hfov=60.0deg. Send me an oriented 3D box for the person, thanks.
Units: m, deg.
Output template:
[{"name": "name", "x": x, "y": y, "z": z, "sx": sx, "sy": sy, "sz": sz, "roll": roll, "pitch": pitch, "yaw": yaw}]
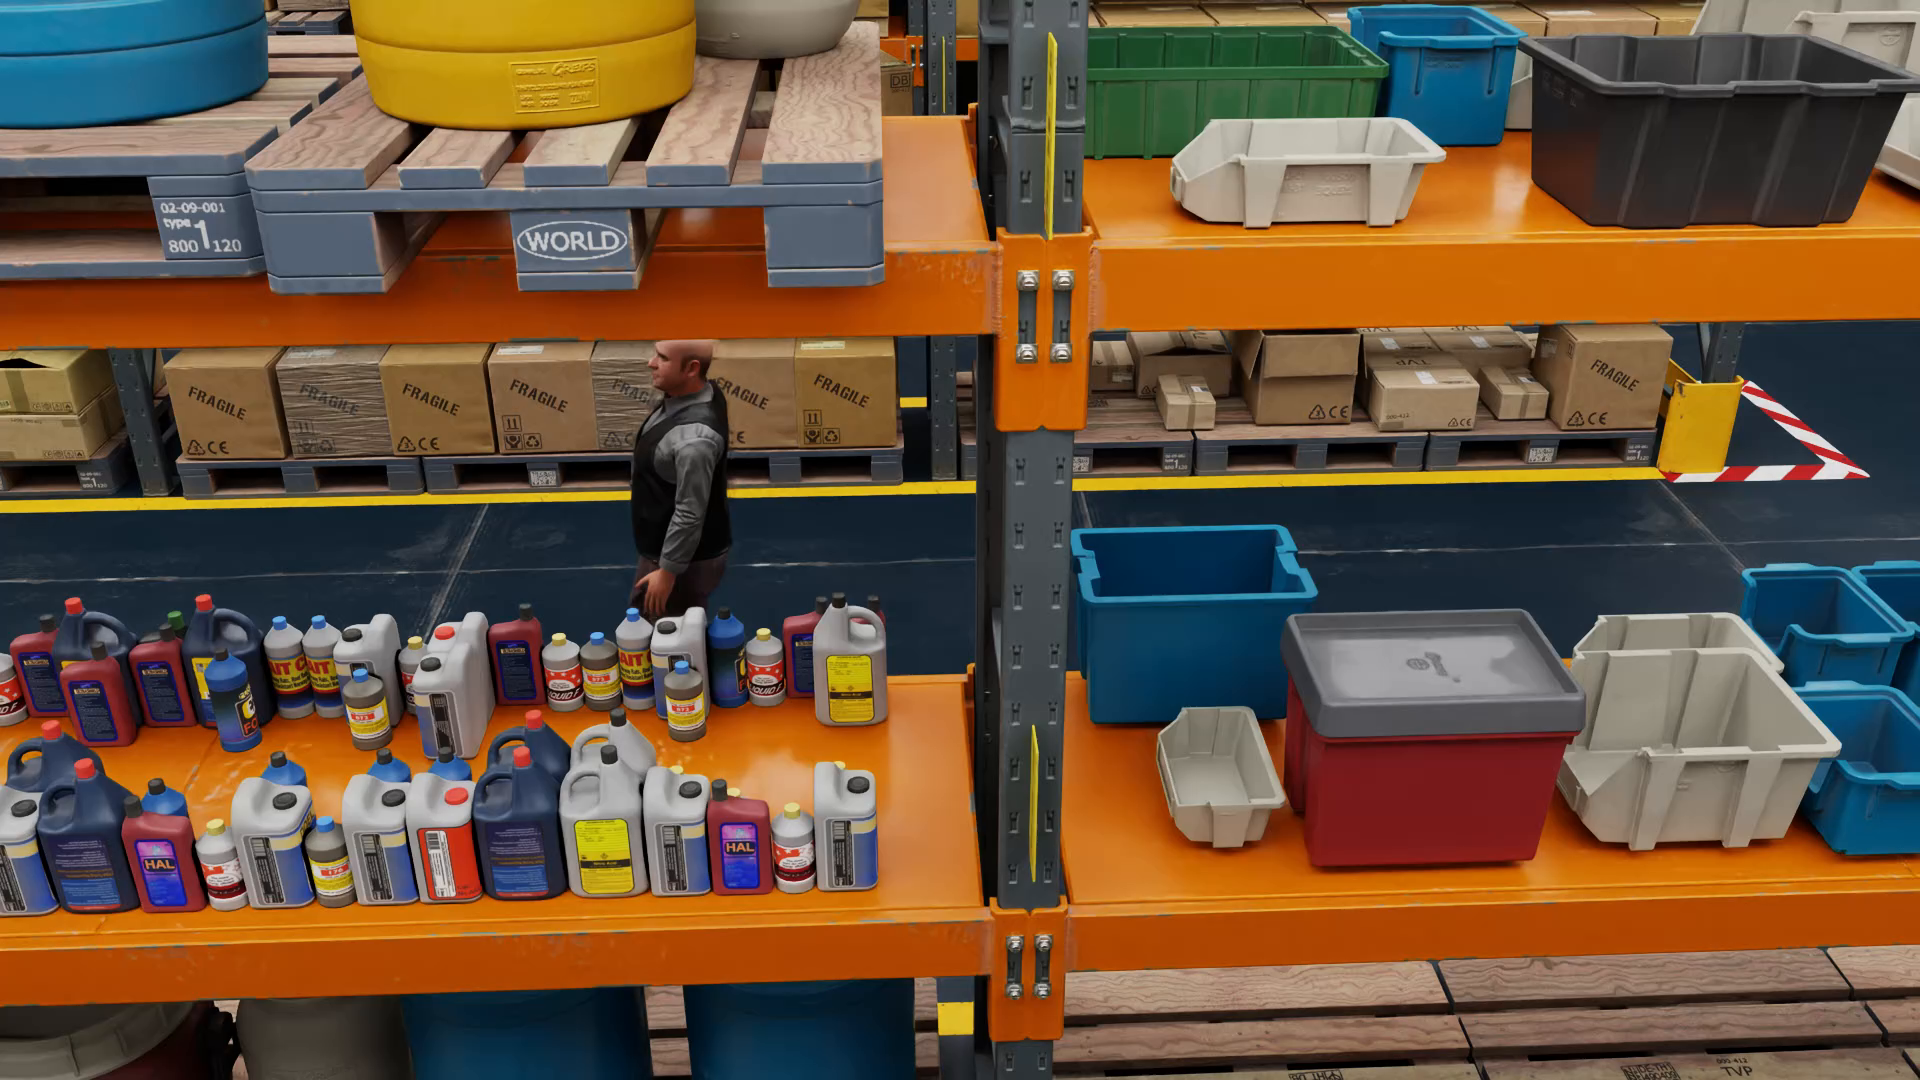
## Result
[{"name": "person", "x": -1.063, "y": 0.072, "z": 6.042, "sx": 0.508, "sy": 1.637, "sz": 0.577, "roll": -4, "pitch": 28, "yaw": -7}]
